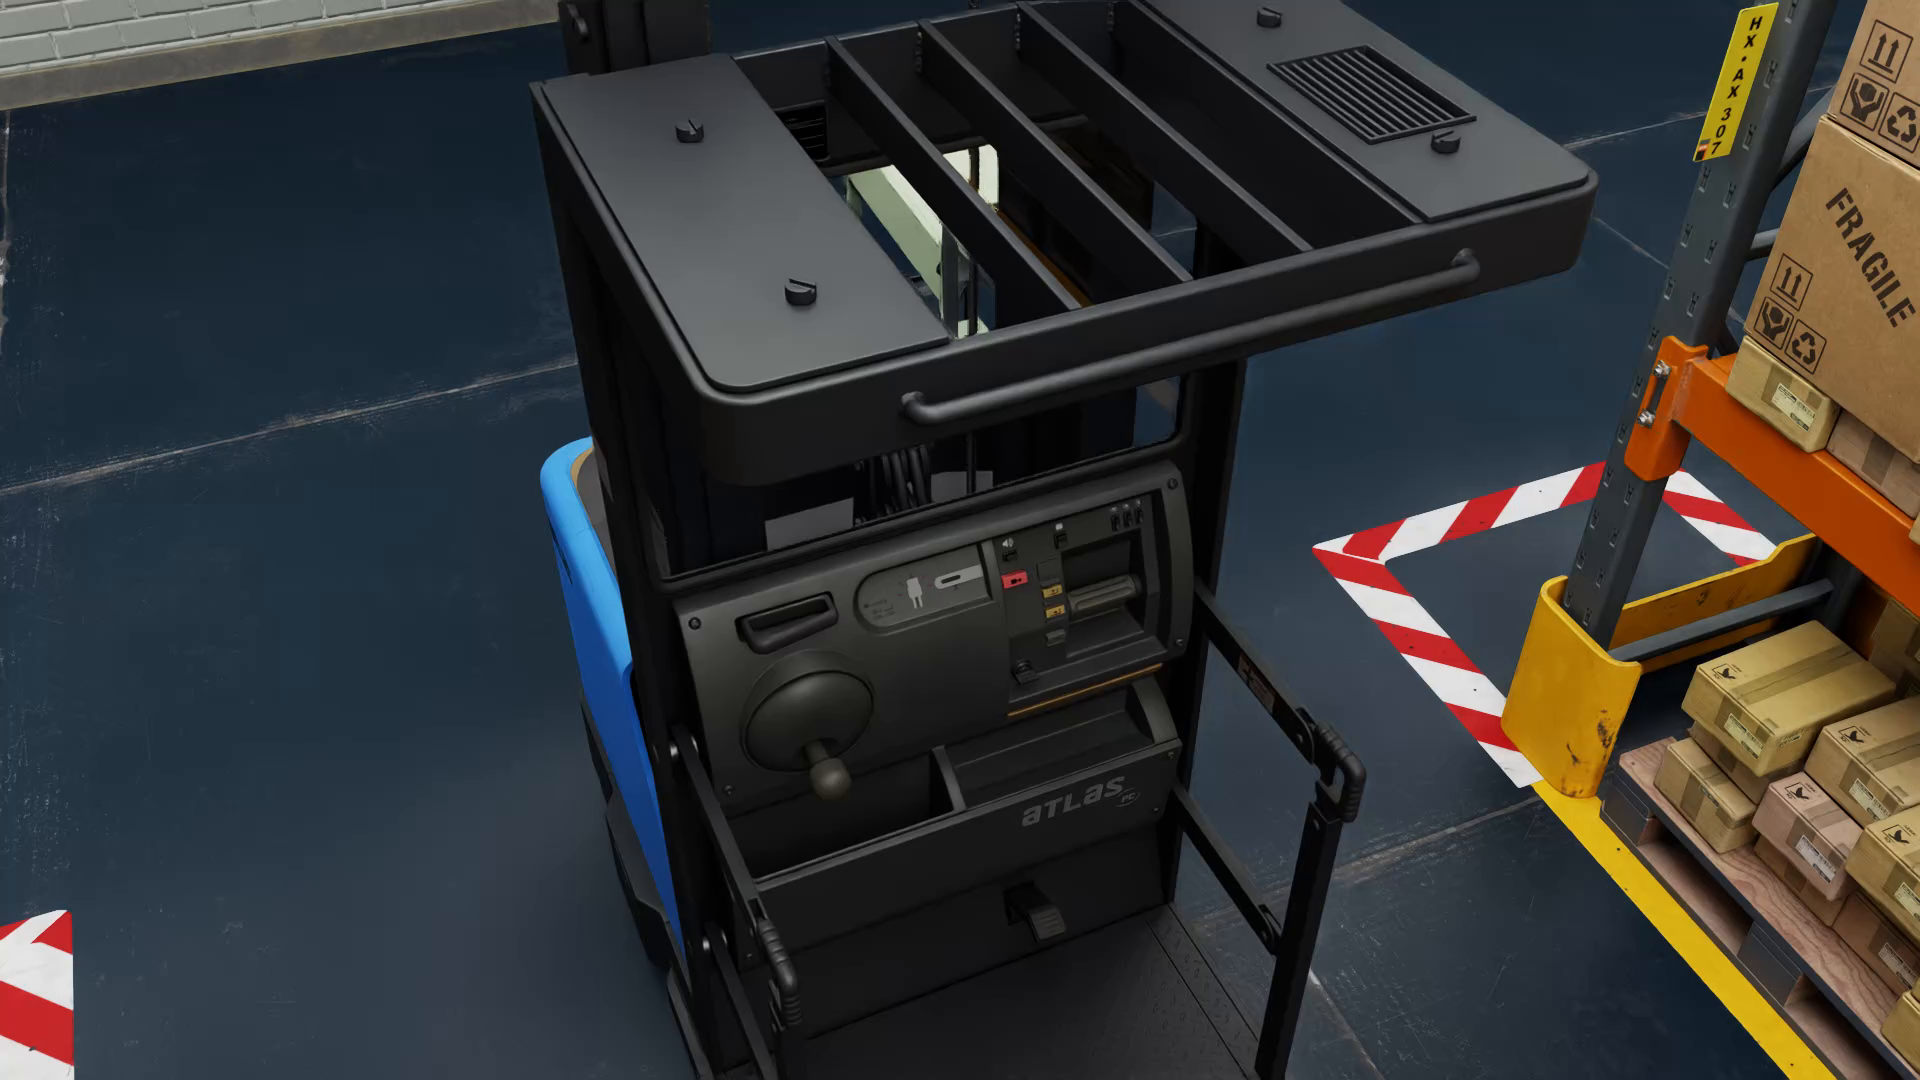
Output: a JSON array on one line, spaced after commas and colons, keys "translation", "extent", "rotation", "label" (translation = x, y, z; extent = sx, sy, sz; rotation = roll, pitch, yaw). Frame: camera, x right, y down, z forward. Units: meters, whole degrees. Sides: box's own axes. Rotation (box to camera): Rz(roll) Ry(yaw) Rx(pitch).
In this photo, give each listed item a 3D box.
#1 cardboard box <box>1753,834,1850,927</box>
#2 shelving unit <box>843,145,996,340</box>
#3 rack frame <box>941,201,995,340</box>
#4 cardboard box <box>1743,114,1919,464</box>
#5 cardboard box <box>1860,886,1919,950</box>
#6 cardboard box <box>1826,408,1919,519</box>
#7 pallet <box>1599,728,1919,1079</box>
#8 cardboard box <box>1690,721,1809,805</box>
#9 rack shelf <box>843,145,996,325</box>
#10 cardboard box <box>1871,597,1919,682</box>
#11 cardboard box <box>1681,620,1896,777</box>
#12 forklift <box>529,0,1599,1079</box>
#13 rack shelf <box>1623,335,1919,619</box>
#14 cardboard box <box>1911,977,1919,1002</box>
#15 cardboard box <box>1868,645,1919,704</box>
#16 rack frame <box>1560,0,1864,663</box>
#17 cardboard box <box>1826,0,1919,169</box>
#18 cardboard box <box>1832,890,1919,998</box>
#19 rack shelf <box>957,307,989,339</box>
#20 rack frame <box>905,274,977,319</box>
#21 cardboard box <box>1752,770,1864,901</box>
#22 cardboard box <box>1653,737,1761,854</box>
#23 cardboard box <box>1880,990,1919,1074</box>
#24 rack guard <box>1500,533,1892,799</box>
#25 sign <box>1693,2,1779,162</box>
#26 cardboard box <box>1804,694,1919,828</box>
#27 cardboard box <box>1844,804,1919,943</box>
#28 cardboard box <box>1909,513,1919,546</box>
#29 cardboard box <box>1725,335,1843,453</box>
[{"translation": [2.147, 0.728, 3.968], "extent": [0.380, 0.149, 0.250], "rotation": [-15, 43, -17], "label": "cardboard box"}, {"translation": [0.003, -0.565, 4.756], "extent": [0.431, 1.500, 0.755], "rotation": [-15, 43, -17], "label": "shelving unit"}, {"translation": [0.143, -0.344, 4.500], "extent": [0.400, 1.500, 0.023], "rotation": [-15, 43, -17], "label": "rack frame"}, {"translation": [1.983, -0.538, 3.270], "extent": [0.500, 0.500, 0.500], "rotation": [-13, 42, -15], "label": "cardboard box"}, {"translation": [2.258, 0.766, 3.695], "extent": [0.380, 0.149, 0.250], "rotation": [-15, 43, -16], "label": "cardboard box"}, {"translation": [2.024, -0.212, 3.388], "extent": [0.380, 0.149, 0.250], "rotation": [-14, 43, -15], "label": "cardboard box"}, {"translation": [2.374, 0.874, 4.071], "extent": [1.003, 0.211, 1.213], "rotation": [-15, 43, -17], "label": "pallet"}, {"translation": [2.030, 0.462, 4.049], "extent": [0.380, 0.149, 0.250], "rotation": [-13, 42, -15], "label": "cardboard box"}, {"translation": [0.003, -0.861, 4.502], "extent": [0.431, 0.370, 0.720], "rotation": [-15, 43, -17], "label": "rack shelf"}, {"translation": [2.504, 0.225, 4.096], "extent": [0.380, 0.149, 0.250], "rotation": [-15, 43, -16], "label": "cardboard box"}, {"translation": [1.953, 0.370, 3.928], "extent": [0.380, 0.149, 0.250], "rotation": [-17, 44, -19], "label": "cardboard box"}, {"translation": [0.073, 0.238, 2.725], "extent": [1.130, 2.935, 3.031], "rotation": [-16, 43, -18], "label": "forklift"}, {"translation": [2.832, 0.751, 2.628], "extent": [1.077, 0.370, 4.000], "rotation": [-15, 43, -17], "label": "rack shelf"}, {"translation": [2.256, 0.948, 3.484], "extent": [0.380, 0.149, 0.250], "rotation": [-14, 43, -16], "label": "cardboard box"}, {"translation": [2.533, 0.329, 4.203], "extent": [0.380, 0.149, 0.250], "rotation": [-16, 43, -18], "label": "cardboard box"}, {"translation": [2.067, -0.727, 3.795], "extent": [1.000, 3.000, 0.127], "rotation": [-15, 43, -17], "label": "rack frame"}, {"translation": [1.993, -0.920, 2.948], "extent": [0.500, 0.500, 0.500], "rotation": [-15, 43, -17], "label": "cardboard box"}, {"translation": [2.249, 0.875, 3.796], "extent": [0.380, 0.149, 0.250], "rotation": [-15, 43, -16], "label": "cardboard box"}, {"translation": [0.003, -0.317, 4.969], "extent": [0.431, 0.370, 0.720], "rotation": [-15, 43, -17], "label": "rack shelf"}, {"translation": [-0.137, -0.785, 5.013], "extent": [0.400, 1.500, 0.023], "rotation": [-15, 43, -17], "label": "rack frame"}, {"translation": [2.083, 0.641, 3.841], "extent": [0.380, 0.149, 0.250], "rotation": [-15, 43, -17], "label": "cardboard box"}, {"translation": [1.972, 0.590, 4.127], "extent": [0.380, 0.149, 0.250], "rotation": [-14, 43, -16], "label": "cardboard box"}, {"translation": [2.245, 1.057, 3.585], "extent": [0.380, 0.149, 0.250], "rotation": [-15, 43, -16], "label": "cardboard box"}, {"translation": [2.096, 0.267, 4.556], "extent": [1.175, 0.500, 0.348], "rotation": [-15, 43, -17], "label": "rack guard"}, {"translation": [1.566, -0.920, 3.355], "extent": [0.100, 0.325, 0.005], "rotation": [-15, 43, -17], "label": "sign"}, {"translation": [2.170, 0.506, 3.769], "extent": [0.380, 0.149, 0.250], "rotation": [-14, 43, -16], "label": "cardboard box"}, {"translation": [2.148, 0.689, 3.556], "extent": [0.380, 0.149, 0.250], "rotation": [-15, 43, -17], "label": "cardboard box"}, {"translation": [2.077, -0.036, 3.184], "extent": [0.380, 0.149, 0.250], "rotation": [-16, 43, -18], "label": "cardboard box"}, {"translation": [1.888, -0.355, 3.555], "extent": [0.380, 0.149, 0.250], "rotation": [-15, 43, -17], "label": "cardboard box"}]
